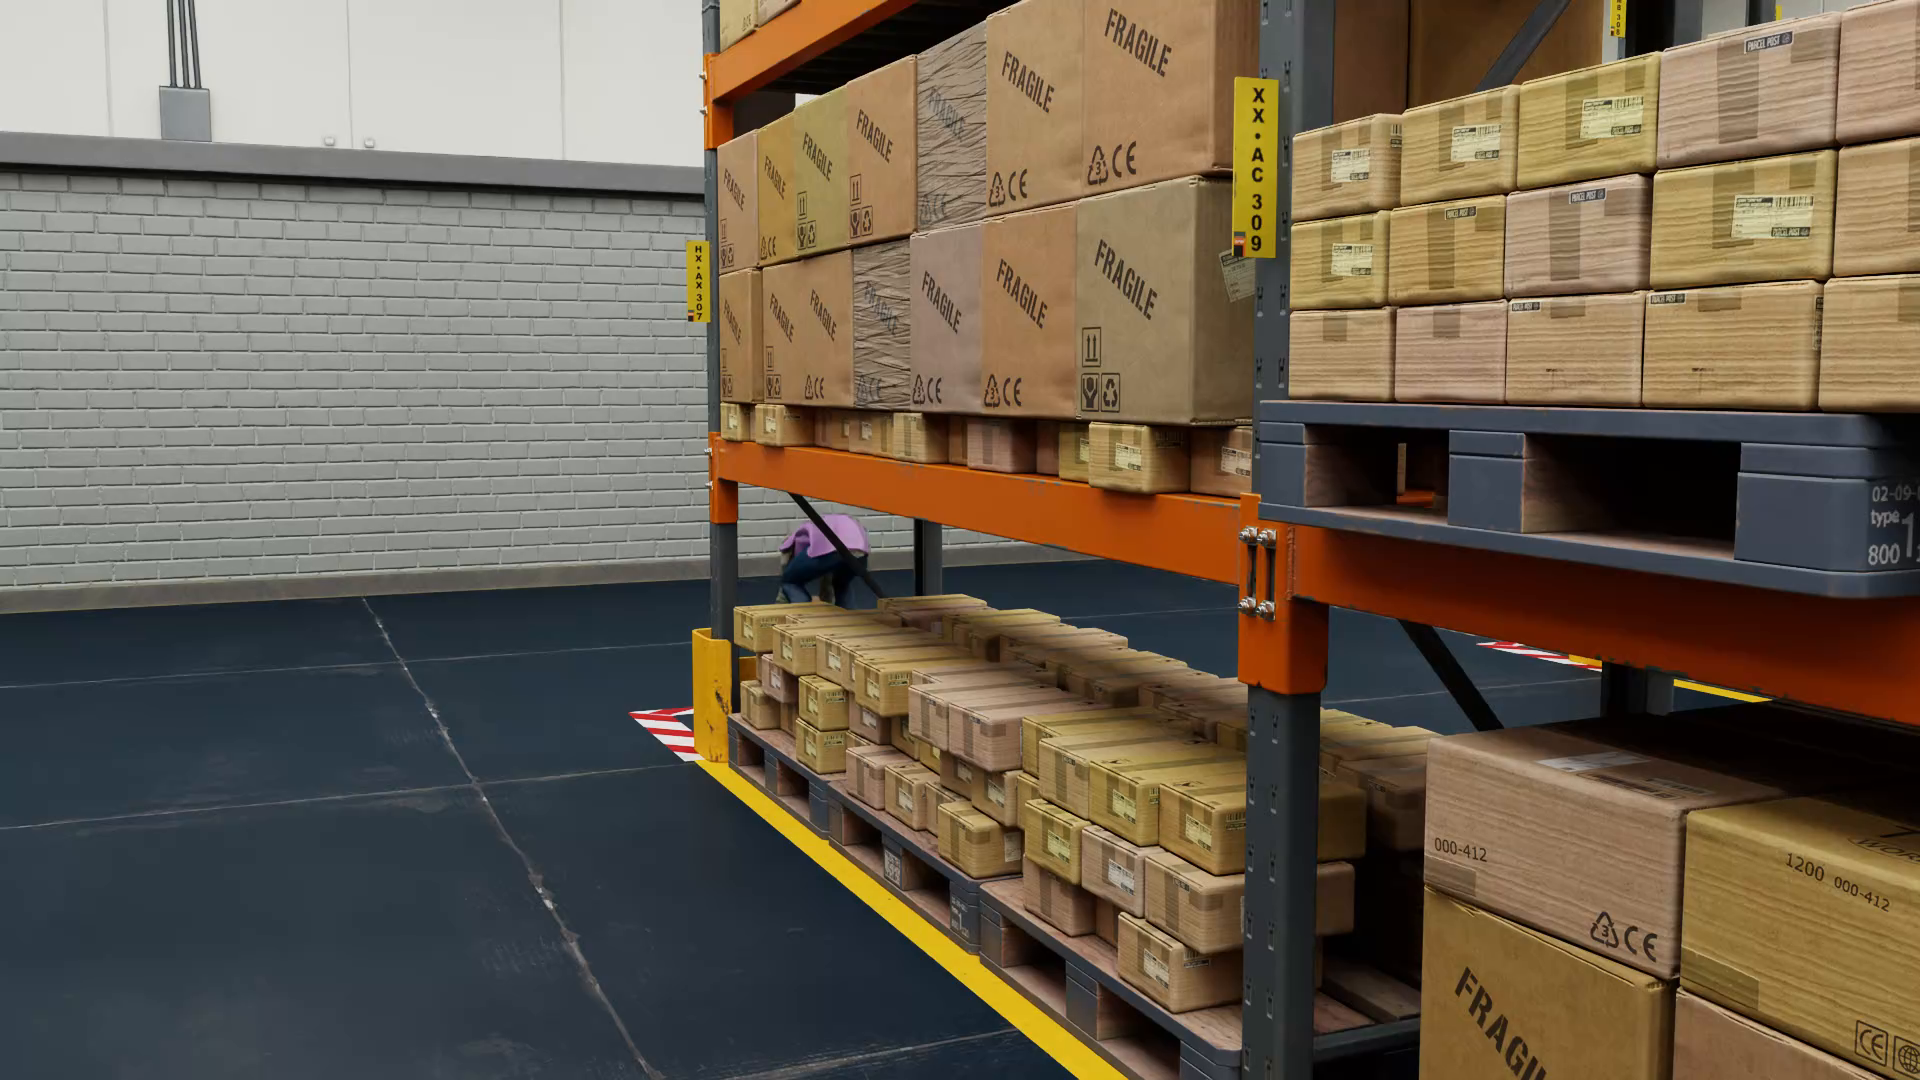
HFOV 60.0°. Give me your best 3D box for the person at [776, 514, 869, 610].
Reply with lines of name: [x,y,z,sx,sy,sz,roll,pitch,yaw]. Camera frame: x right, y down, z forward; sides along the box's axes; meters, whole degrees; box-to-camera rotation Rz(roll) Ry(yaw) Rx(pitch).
person: [-0.802,0.245,9.397,0.432,0.807,0.864,-3,6,-26]
